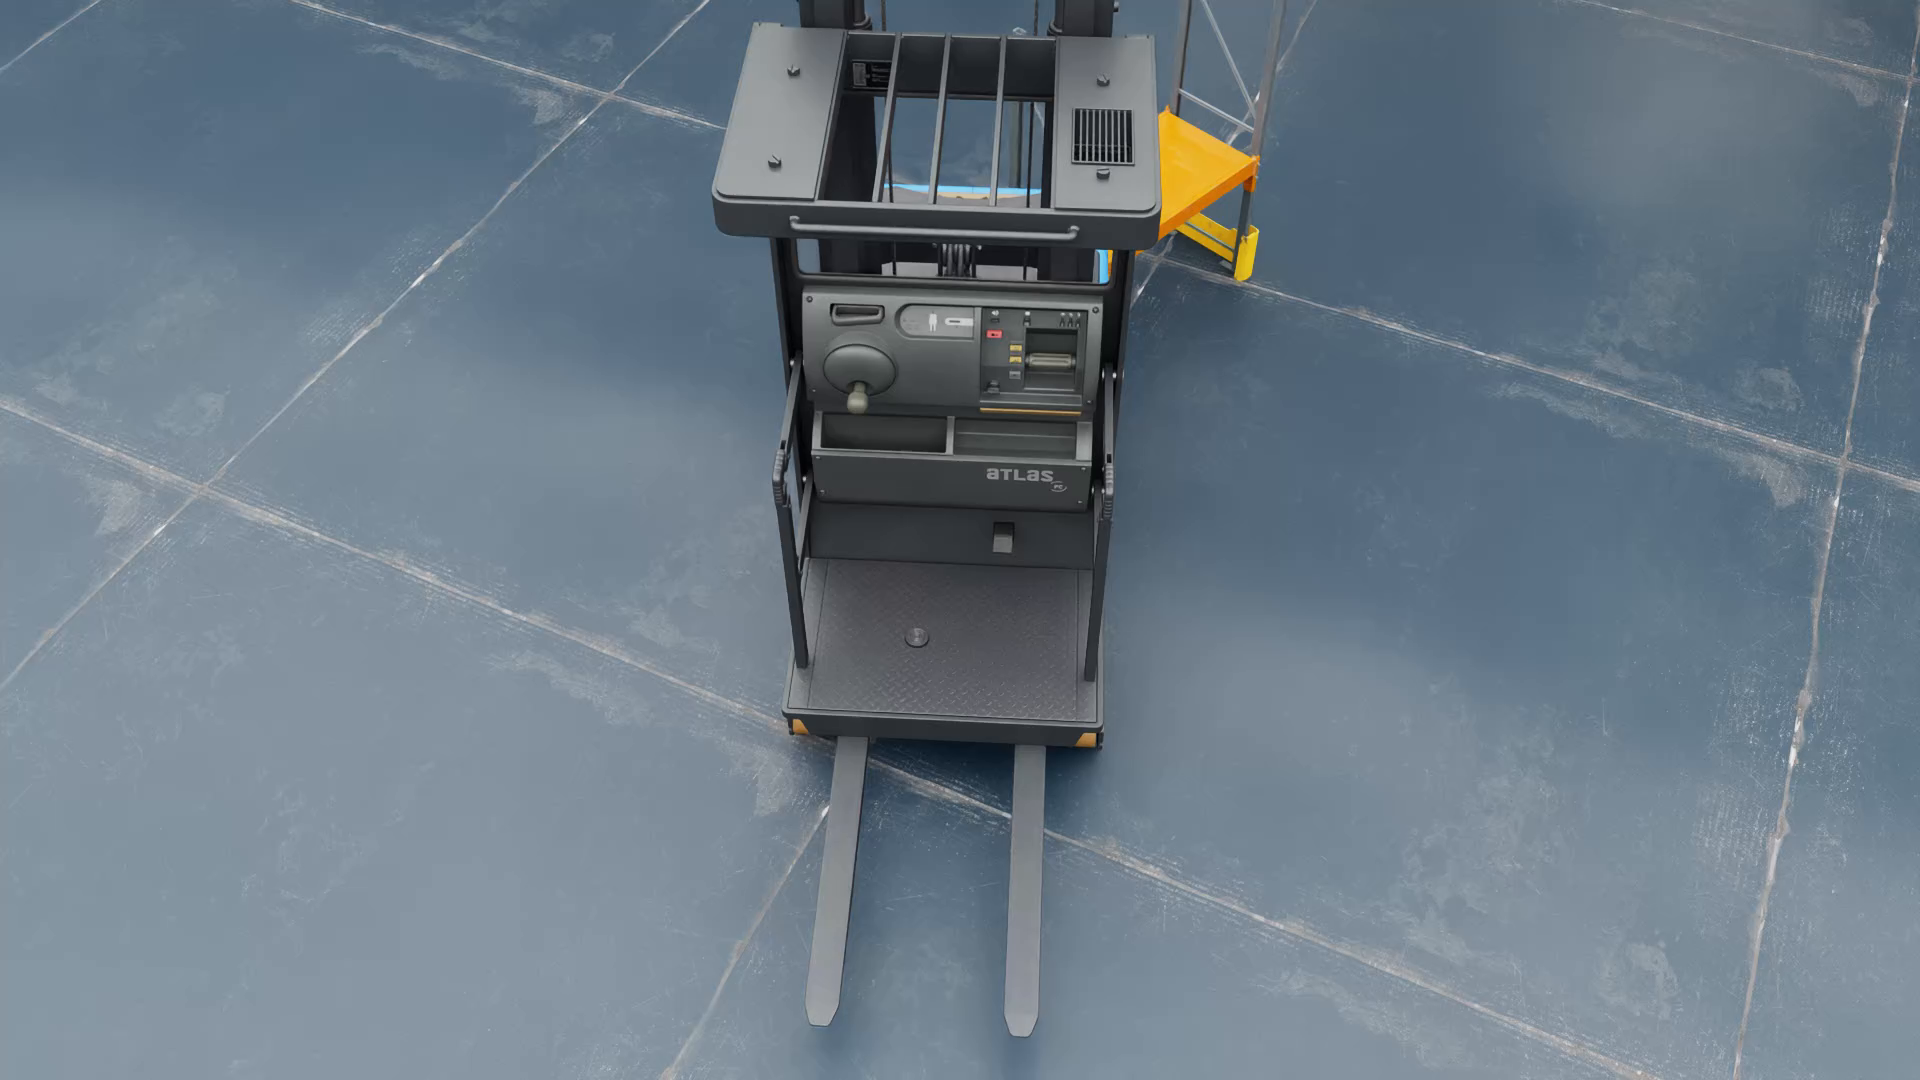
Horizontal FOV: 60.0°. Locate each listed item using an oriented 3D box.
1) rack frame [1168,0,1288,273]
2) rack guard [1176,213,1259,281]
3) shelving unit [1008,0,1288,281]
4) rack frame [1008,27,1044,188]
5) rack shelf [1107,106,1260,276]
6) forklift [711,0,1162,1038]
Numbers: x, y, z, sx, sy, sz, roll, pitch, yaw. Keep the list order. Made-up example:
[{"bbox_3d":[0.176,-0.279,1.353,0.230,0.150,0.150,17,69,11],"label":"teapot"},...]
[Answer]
[{"bbox_3d":[1.105,-1.838,7.145,0.032,1.500,0.500,-37,59,-27],"label":"rack frame"},{"bbox_3d":[1.104,-1.433,7.620,0.087,0.250,0.587,-37,59,-27],"label":"rack guard"},{"bbox_3d":[0.751,-1.570,6.917,1.083,1.500,0.587,-37,59,-27],"label":"shelving unit"},{"bbox_3d":[0.384,-1.293,6.680,0.032,1.500,0.500,-37,59,-27],"label":"rack frame"},{"bbox_3d":[0.744,-1.449,7.049,1.000,0.185,0.538,-37,59,-27],"label":"rack shelf"},{"bbox_3d":[-0.036,-0.476,5.046,1.130,2.935,3.031,2,50,2],"label":"forklift"}]
